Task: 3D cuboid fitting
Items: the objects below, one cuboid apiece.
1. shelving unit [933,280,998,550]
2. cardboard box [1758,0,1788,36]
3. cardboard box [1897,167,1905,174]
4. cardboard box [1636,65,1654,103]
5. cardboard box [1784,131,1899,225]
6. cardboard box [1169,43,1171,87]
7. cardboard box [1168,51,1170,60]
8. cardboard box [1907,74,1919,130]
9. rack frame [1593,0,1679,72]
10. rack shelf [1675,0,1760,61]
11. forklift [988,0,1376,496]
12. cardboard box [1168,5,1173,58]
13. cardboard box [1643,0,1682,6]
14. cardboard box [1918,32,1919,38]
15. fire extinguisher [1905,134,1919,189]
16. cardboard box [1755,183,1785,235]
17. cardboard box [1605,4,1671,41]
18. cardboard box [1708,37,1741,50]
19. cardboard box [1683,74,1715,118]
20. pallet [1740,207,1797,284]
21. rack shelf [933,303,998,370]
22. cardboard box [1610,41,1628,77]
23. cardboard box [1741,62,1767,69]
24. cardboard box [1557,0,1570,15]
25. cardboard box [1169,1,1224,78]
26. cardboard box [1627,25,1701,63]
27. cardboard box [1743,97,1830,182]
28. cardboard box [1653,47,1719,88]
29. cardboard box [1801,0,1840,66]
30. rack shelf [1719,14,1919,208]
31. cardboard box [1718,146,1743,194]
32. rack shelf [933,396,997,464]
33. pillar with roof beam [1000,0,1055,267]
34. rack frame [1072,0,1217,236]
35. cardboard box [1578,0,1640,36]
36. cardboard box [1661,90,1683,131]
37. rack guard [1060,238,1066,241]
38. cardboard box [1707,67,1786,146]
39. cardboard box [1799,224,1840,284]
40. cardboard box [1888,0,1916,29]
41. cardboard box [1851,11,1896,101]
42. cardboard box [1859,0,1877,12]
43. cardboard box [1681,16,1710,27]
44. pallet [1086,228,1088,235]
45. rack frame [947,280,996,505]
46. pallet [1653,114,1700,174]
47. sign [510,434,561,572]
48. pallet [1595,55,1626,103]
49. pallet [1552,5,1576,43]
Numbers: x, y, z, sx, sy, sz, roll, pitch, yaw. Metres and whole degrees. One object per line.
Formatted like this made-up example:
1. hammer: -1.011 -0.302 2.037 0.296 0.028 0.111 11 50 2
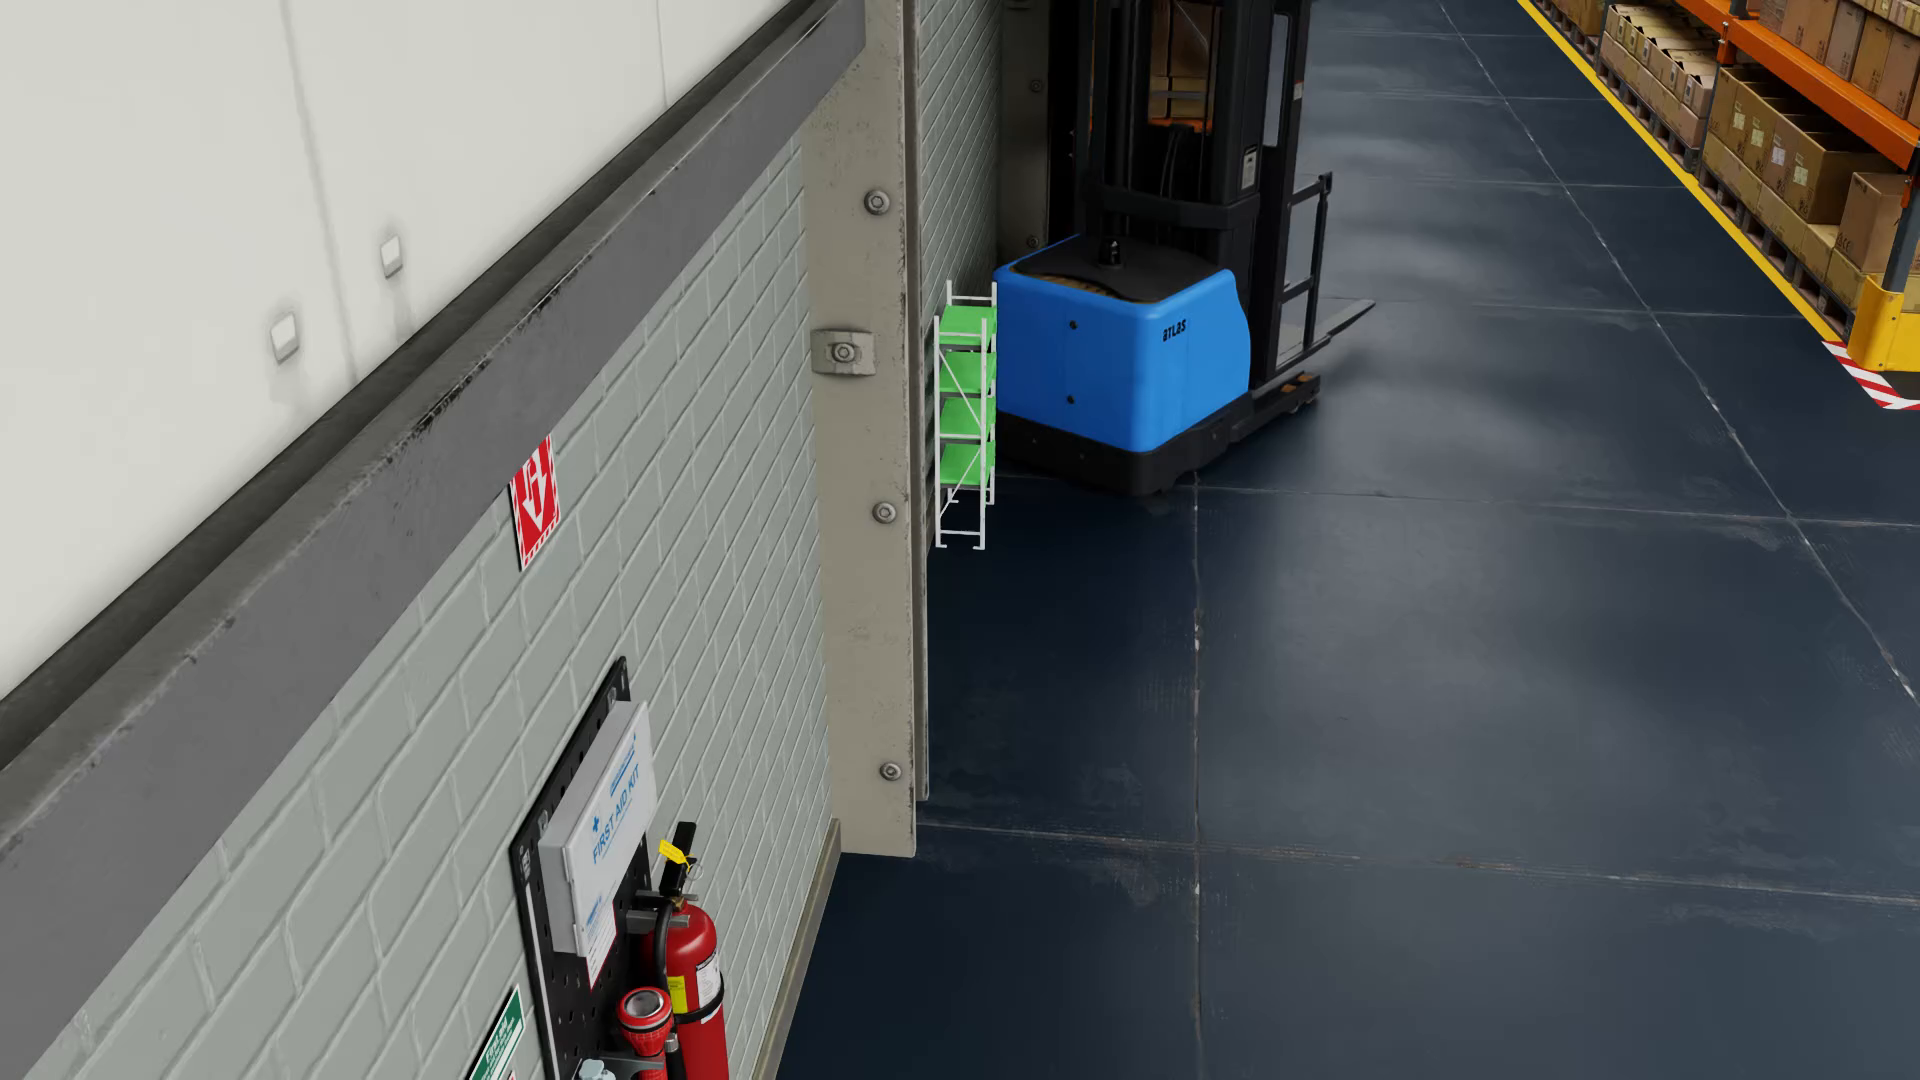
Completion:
1. shelving unit: 0.028 -0.606 8.110 0.258 1.200 0.503 3 28 6
2. cardboard box: 6.569 -4.136 12.659 0.700 0.500 0.500 3 28 5
3. cardboard box: 6.522 -2.434 11.271 0.500 0.500 0.500 3 28 6
4. cardboard box: 6.570 -4.206 15.351 0.500 0.250 0.500 4 29 7
5. cardboard box: 6.006 -2.464 11.327 0.500 0.500 0.500 3 28 6
6. cardboard box: 1.635 -3.104 10.986 0.500 0.250 0.500 2 28 5
7. cardboard box: 1.129 -3.124 11.023 0.500 0.250 0.500 4 29 8
8. cardboard box: 6.197 -2.681 9.959 0.700 0.500 0.500 3 28 6
9. rack frame: 7.108 -6.184 16.566 1.000 3.000 0.127 3 28 6
10. rack shelf: 6.863 -4.926 14.989 1.077 0.370 4.000 3 28 6
11. forklift: 1.455 -2.150 9.150 1.130 2.935 3.031 20 34 33
12. cardboard box: 1.129 -3.448 10.834 0.500 0.500 0.500 4 29 7
13. cardboard box: 7.447 -5.475 17.422 0.500 0.500 0.500 5 29 8
14. cardboard box: 6.016 -3.062 9.982 0.380 0.149 0.250 4 29 7
15. fire extinguisher: 5.652 -2.356 9.542 0.296 0.674 0.183 3 28 6
16. cardboard box: 6.072 -2.369 11.941 0.500 0.250 0.500 3 28 6
17. cardboard box: 6.752 -5.176 16.560 0.500 0.311 0.500 4 29 8
18. cardboard box: 7.103 -4.426 15.168 0.500 0.311 0.500 4 29 8
19. cardboard box: 6.383 -3.730 13.876 0.500 0.311 0.500 3 28 6
20. pallet: 6.332 -2.126 11.973 1.003 0.211 1.213 3 28 6
21. rack shelf: 0.028 -0.973 7.913 0.258 0.148 0.480 3 28 6
22. cardboard box: 6.691 -4.692 16.254 0.500 0.250 0.500 3 28 5
23. cardboard box: 6.982 -3.938 14.262 0.500 0.311 0.500 3 28 6
24. cardboard box: 7.111 -6.222 18.809 0.500 0.500 0.500 2 28 4
25. cardboard box: 1.567 -3.185 10.345 0.500 0.500 0.500 3 28 6
26. cardboard box: 6.631 -4.688 15.655 0.500 0.311 0.500 3 28 5
27. cardboard box: 6.128 -2.935 12.201 0.500 0.500 0.500 3 28 6
28. cardboard box: 6.504 -4.210 14.767 0.500 0.311 0.500 3 28 6
29. cardboard box: 6.446 -3.651 11.760 0.700 0.500 0.500 4 29 7
30. rack shelf: 6.373 -3.043 11.494 1.077 0.370 4.000 3 28 6
31. cardboard box: 6.194 -2.840 12.815 0.500 0.250 0.500 3 28 6
32. rack shelf: 0.028 -0.550 8.141 0.258 0.148 0.480 3 28 6
33. pillar with roof beam: 4.710 -5.475 8.925 9.100 9.000 0.400 3 28 6
34. rack frame: 1.211 -2.705 10.107 1.000 3.000 0.127 3 28 6
35. cardboard box: 6.989 -5.731 17.897 0.500 0.500 0.500 4 29 8
36. cardboard box: 6.444 -3.726 14.459 0.500 0.250 0.500 3 28 5
37. rack guard: 1.220 -1.640 10.767 1.175 0.500 0.348 3 28 6
38. cardboard box: 6.250 -3.406 13.075 0.500 0.500 0.500 3 28 6
39. cardboard box: 5.949 -1.898 11.067 0.500 0.250 0.500 3 28 6
40. cardboard box: 6.080 -3.301 10.425 0.380 0.149 0.250 4 29 7
41. cardboard box: 6.324 -3.162 10.852 0.700 0.500 0.500 4 29 7
42. cardboard box: 6.142 -3.548 10.885 0.380 0.149 0.250 4 29 8
43. cardboard box: 7.231 -4.899 16.047 0.500 0.311 0.500 3 28 5
44. pallet: 1.355 -1.893 11.541 1.003 0.211 1.213 3 28 6
45. rack frame: 0.056 -0.721 8.324 0.240 1.200 0.015 3 28 6
46. pallet: 6.669 -3.423 14.381 1.003 0.211 1.213 3 28 6
47. sign: -0.738 -0.121 2.869 0.001 0.298 0.199 3 28 6
48. pallet: 6.968 -4.571 16.513 1.003 0.211 1.213 3 28 6
49. pallet: 7.389 -5.878 18.939 1.003 0.211 1.213 3 28 6
